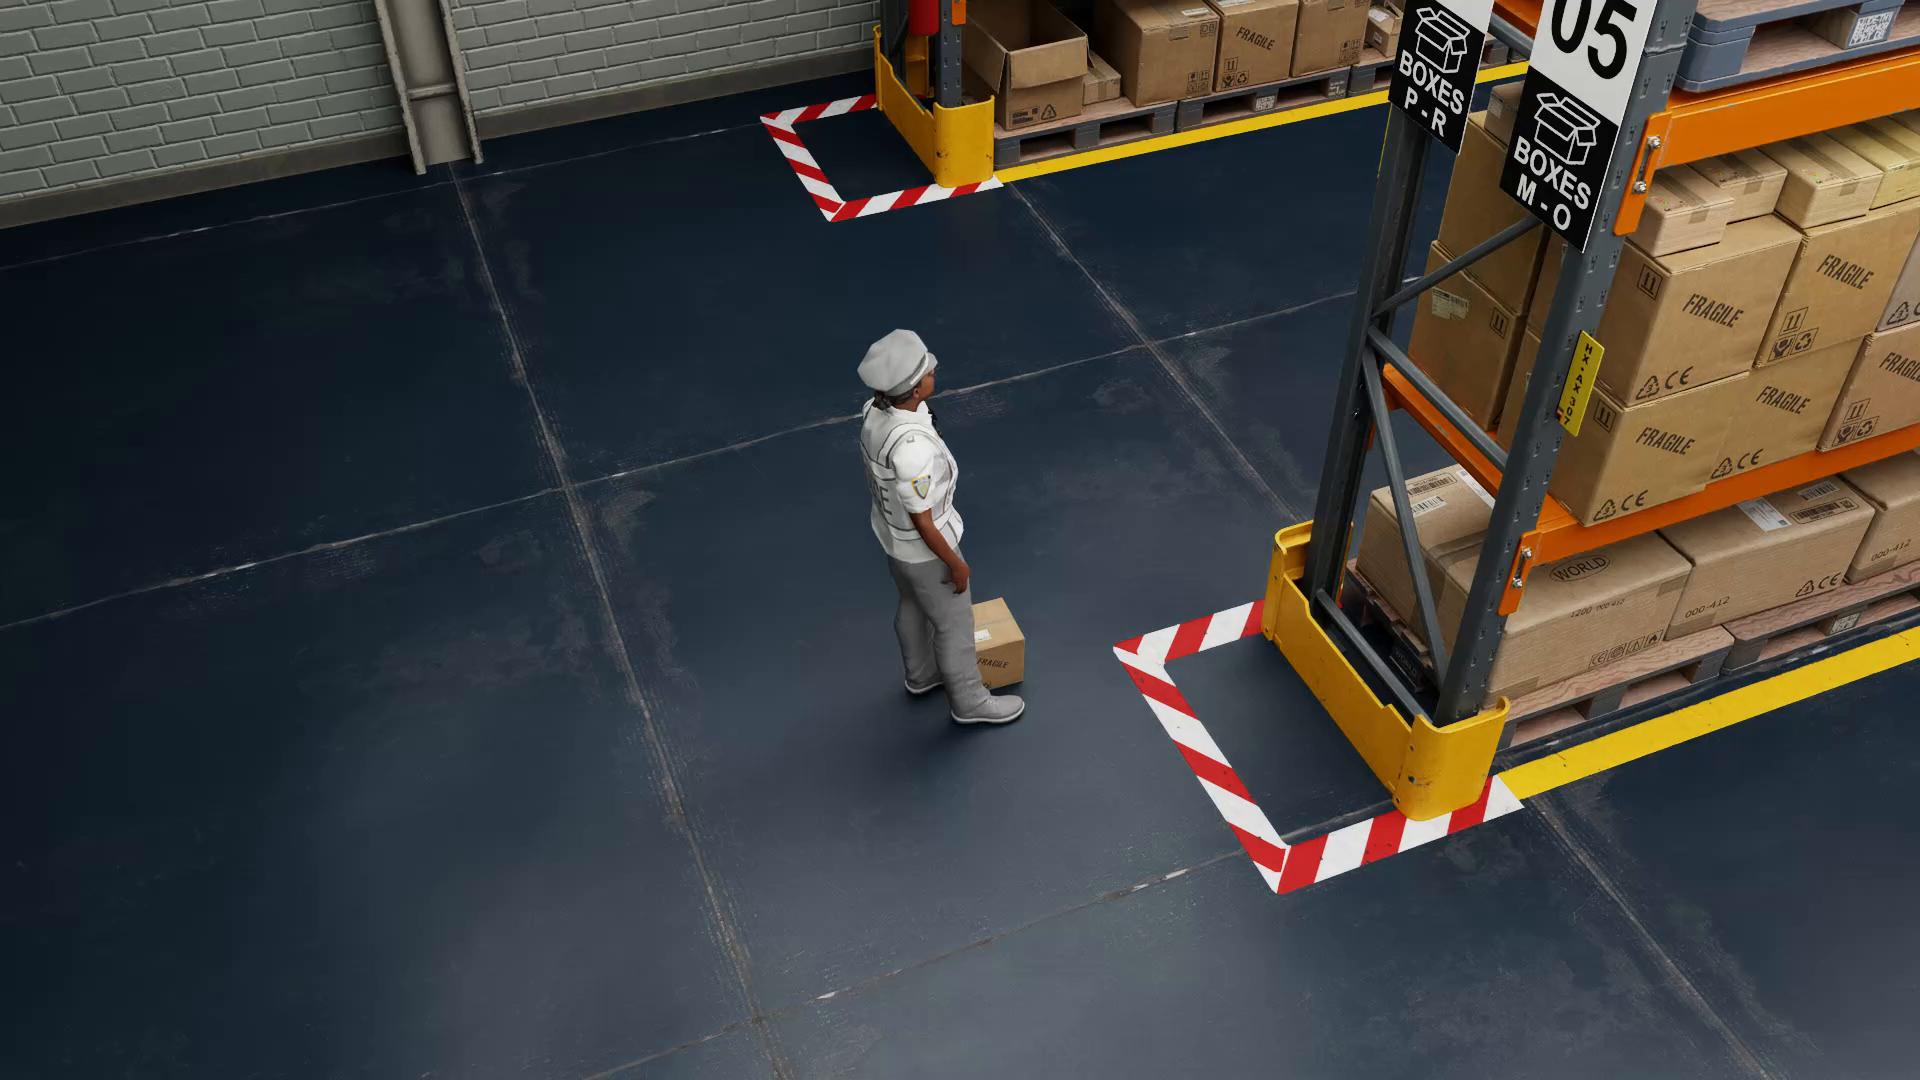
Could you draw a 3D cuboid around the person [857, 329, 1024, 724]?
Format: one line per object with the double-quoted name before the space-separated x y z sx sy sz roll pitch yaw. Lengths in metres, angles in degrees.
"person" -0.077 -0.036 6.162 0.529 1.694 0.569 -15 44 -16
